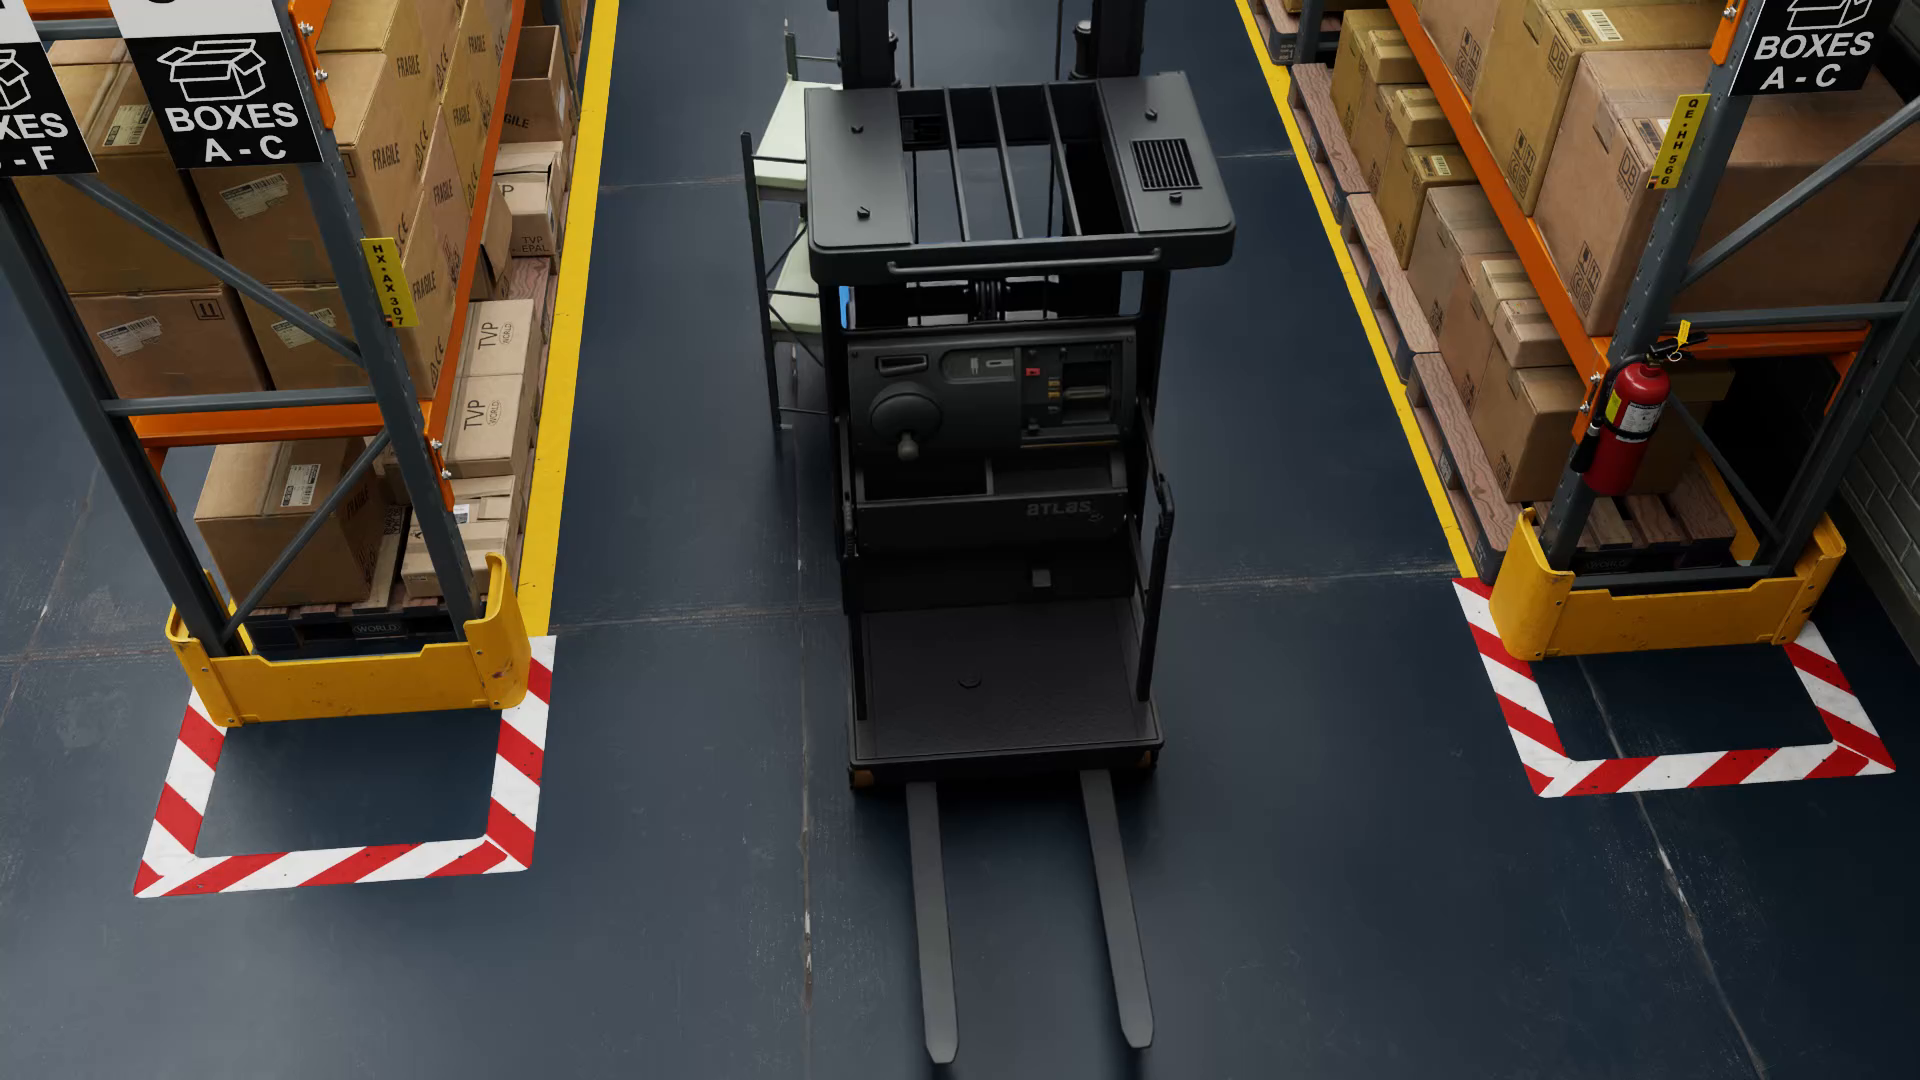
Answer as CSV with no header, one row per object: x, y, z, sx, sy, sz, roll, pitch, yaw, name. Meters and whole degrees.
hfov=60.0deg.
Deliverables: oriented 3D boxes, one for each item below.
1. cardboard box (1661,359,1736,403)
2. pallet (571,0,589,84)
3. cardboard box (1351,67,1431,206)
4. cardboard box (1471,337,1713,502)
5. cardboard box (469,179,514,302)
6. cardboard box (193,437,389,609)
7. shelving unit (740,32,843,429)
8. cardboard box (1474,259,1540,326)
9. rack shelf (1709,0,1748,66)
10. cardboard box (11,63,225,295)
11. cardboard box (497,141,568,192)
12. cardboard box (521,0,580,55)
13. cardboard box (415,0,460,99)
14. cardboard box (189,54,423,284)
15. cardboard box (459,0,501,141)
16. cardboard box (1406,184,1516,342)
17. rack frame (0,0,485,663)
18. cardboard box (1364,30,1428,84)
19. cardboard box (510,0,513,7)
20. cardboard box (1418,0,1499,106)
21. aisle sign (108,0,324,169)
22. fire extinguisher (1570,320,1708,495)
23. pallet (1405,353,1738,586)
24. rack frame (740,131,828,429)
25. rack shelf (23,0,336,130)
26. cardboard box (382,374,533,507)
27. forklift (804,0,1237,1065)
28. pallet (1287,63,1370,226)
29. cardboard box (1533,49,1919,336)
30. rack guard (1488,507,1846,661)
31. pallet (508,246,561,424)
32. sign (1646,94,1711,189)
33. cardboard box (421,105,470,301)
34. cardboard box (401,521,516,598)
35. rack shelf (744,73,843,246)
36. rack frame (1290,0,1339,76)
2.750,-0.665,6.436,0.380,0.149,0.250,-3,47,-3,cardboard box
-2.678,-2.953,9.538,1.003,0.211,1.213,-3,47,-3,pallet
2.363,-2.003,8.150,0.700,0.500,0.500,-4,47,-4,cardboard box
2.540,-0.521,6.746,0.700,0.500,0.500,-3,47,-3,cardboard box
-2.410,-1.260,7.430,0.797,0.503,0.637,-3,47,-3,cardboard box
-2.528,-0.102,6.336,0.500,0.500,0.500,-3,47,-3,cardboard box
-0.571,-1.261,7.048,0.431,1.500,0.755,7,47,6,shelving unit
2.326,-1.010,6.763,0.380,0.149,0.250,-2,47,-2,cardboard box
2.531,-2.967,6.060,1.077,0.370,4.000,-3,47,-3,rack shelf
-2.549,-1.115,5.119,0.500,0.500,0.500,-4,47,-4,cardboard box
-2.151,-1.834,8.218,0.380,0.149,0.250,-3,47,-3,cardboard box
-2.370,-2.982,9.064,0.500,0.500,0.500,-5,47,-5,cardboard box
-2.100,-1.887,5.850,0.500,0.500,0.500,-3,47,-3,cardboard box
-2.012,-1.147,5.149,0.500,0.500,0.500,-2,47,-2,cardboard box
-2.140,-1.901,6.552,0.500,0.500,0.500,-3,47,-3,cardboard box
2.456,-1.247,7.434,0.700,0.500,0.500,-5,47,-5,cardboard box
-2.237,-0.432,5.229,1.000,3.000,0.127,-3,47,-3,rack frame
2.171,-2.331,8.014,0.380,0.149,0.250,-2,47,-2,cardboard box
-2.230,-2.641,7.253,0.500,0.500,0.500,-2,47,-2,cardboard box
2.519,-2.285,6.778,0.980,0.700,0.700,-6,47,-5,cardboard box
-1.939,-1.294,4.256,0.394,0.787,0.004,-3,47,-3,aisle sign
2.251,-0.443,5.551,0.296,0.674,0.183,-3,47,-3,fire extinguisher
2.554,-0.350,7.073,1.003,0.211,1.213,-3,47,-3,pallet
-0.630,-0.999,6.800,0.400,1.500,0.023,7,47,6,rack frame
-2.405,-2.663,5.772,1.077,0.370,4.000,-3,47,-3,rack shelf
-2.042,-0.410,6.799,0.500,0.250,0.500,-3,47,-3,cardboard box
0.127,-0.372,5.221,1.130,2.935,3.031,-4,47,-3,forklift
2.349,-2.116,8.745,1.003,0.211,1.213,-3,47,-3,pallet
2.646,-1.207,5.757,0.980,0.700,0.700,-2,47,-1,cardboard box
2.701,0.141,6.408,1.175,0.500,0.348,-3,47,-3,rack guard
-2.411,-0.985,7.674,1.003,0.211,1.213,-3,47,-3,pallet
2.157,-1.192,4.989,0.100,0.325,0.005,-3,47,-3,sign
-2.060,-1.176,5.865,0.500,0.500,0.500,-4,47,-4,cardboard box
-1.930,0.074,6.411,0.380,0.149,0.250,-3,47,-3,cardboard box
-0.571,-1.530,6.765,0.431,0.370,0.720,7,47,6,rack shelf
2.364,-3.629,8.258,1.000,3.000,0.127,-3,47,-3,rack frame
